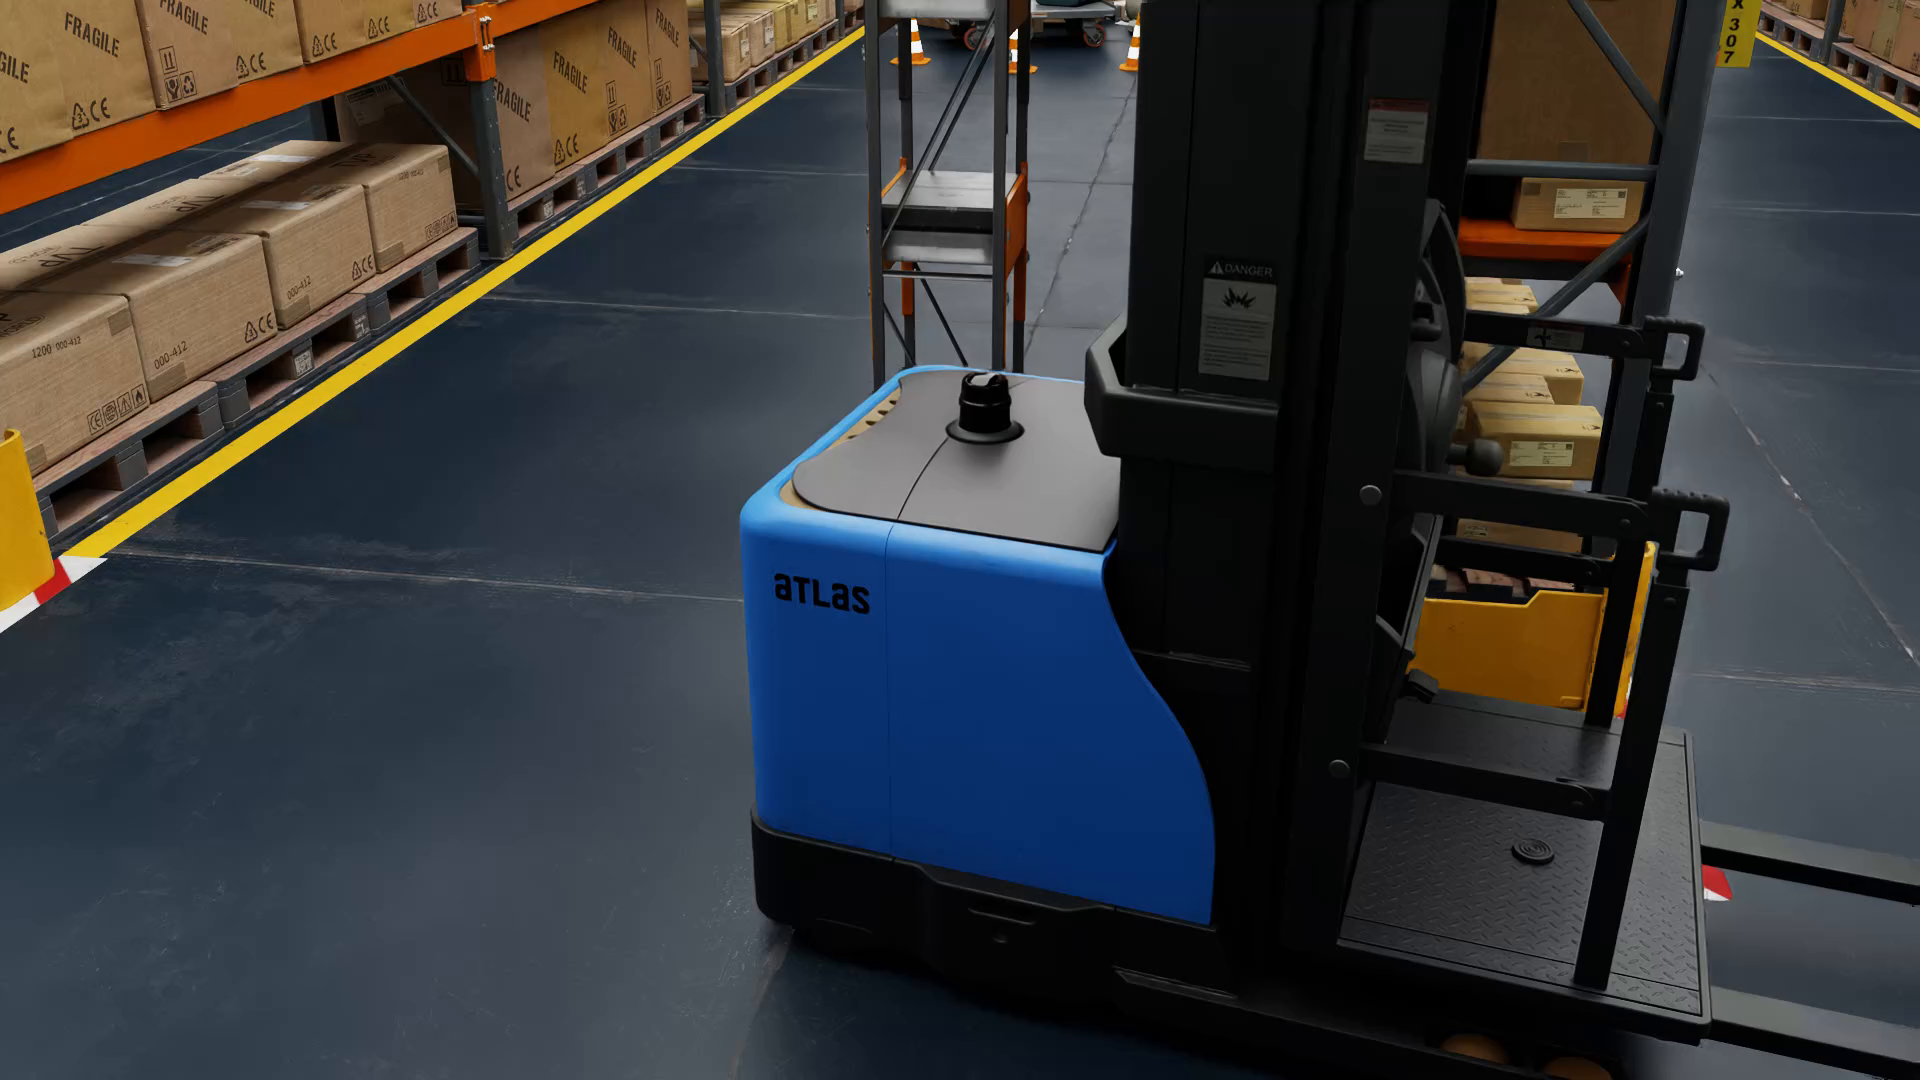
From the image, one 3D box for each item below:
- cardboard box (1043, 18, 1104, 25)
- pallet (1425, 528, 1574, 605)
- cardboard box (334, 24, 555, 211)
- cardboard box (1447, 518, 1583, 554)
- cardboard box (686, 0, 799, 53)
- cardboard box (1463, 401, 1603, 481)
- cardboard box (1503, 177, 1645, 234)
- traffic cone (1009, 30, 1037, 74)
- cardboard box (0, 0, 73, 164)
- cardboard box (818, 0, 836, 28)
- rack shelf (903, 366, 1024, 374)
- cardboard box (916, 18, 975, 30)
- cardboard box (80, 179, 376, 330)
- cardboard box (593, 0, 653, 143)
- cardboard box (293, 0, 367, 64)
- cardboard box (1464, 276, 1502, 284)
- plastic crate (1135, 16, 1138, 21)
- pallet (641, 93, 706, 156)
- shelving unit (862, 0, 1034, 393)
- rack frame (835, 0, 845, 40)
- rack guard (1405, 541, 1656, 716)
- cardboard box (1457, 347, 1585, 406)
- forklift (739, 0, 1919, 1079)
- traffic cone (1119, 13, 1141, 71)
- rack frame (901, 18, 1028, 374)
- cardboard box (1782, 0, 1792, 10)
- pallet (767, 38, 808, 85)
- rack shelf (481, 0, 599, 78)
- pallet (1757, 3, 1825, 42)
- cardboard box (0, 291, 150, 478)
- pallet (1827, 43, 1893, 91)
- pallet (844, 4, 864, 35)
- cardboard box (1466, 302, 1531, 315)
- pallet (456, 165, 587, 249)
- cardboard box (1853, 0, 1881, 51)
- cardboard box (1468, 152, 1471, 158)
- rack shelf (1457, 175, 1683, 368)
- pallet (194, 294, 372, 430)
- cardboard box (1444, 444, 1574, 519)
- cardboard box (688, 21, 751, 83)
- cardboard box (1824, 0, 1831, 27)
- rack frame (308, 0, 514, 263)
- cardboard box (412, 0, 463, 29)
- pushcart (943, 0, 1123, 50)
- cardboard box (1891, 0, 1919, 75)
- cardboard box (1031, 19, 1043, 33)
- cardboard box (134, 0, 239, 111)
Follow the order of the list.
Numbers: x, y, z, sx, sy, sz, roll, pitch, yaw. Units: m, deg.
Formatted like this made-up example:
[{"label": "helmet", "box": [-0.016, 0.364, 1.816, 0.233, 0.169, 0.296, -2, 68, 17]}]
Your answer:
[{"label": "cardboard box", "box": [1.099, -5.558, 16.870, 0.797, 0.637, 0.503, 4, 25, 9]}, {"label": "pallet", "box": [1.498, -0.042, 5.592, 1.003, 0.211, 1.213, 4, 25, 9]}, {"label": "cardboard box", "box": [-2.906, -2.403, 9.356, 0.875, 0.875, 0.875, 5, 26, 10]}, {"label": "cardboard box", "box": [1.720, -0.032, 5.148, 0.380, 0.149, 0.250, 5, 25, 10]}, {"label": "cardboard box", "box": [-1.930, -4.444, 14.311, 0.950, 0.372, 0.625, 5, 26, 10]}, {"label": "cardboard box", "box": [1.739, -0.300, 5.019, 0.380, 0.149, 0.250, 3, 25, 6]}, {"label": "cardboard box", "box": [1.694, -0.935, 4.506, 0.380, 0.149, 0.250, 4, 25, 8]}, {"label": "traffic cone", "box": [0.497, -4.301, 14.392, 0.336, 0.463, 0.334, 4, 25, 9]}, {"label": "cardboard box", "box": [-3.220, -1.463, 5.220, 0.500, 0.500, 0.500, 4, 25, 8]}, {"label": "cardboard box", "box": [-1.704, -5.036, 15.576, 0.950, 0.372, 0.625, 4, 25, 9]}, {"label": "rack shelf", "box": [-0.027, -0.235, 5.459, 0.431, 0.518, 0.480, 4, 25, 9]}, {"label": "cardboard box", "box": [-0.103, -5.479, 16.862, 0.500, 0.500, 0.500, -20, 32, -36]}, {"label": "cardboard box", "box": [-3.282, -1.310, 7.537, 0.875, 0.438, 0.875, 3, 25, 7]}, {"label": "cardboard box", "box": [-2.619, -3.155, 10.963, 0.875, 0.875, 0.875, 4, 25, 9]}, {"label": "cardboard box", "box": [-2.898, -2.317, 7.043, 0.500, 0.500, 0.500, 4, 25, 8]}, {"label": "cardboard box", "box": [1.881, -0.964, 6.437, 0.380, 0.149, 0.250, 4, 25, 9]}, {"label": "plastic crate", "box": [2.015, -4.871, 15.867, 0.450, 0.188, 0.662, 29, 36, 30]}, {"label": "pallet", "box": [-2.478, -2.995, 11.900, 1.003, 0.211, 1.213, 4, 25, 9]}, {"label": "shelving unit", "box": [-0.027, -0.882, 5.157, 0.431, 2.100, 0.503, 4, 25, 9]}, {"label": "rack frame", "box": [-1.621, -6.256, 15.577, 1.000, 3.000, 0.127, 4, 25, 9]}, {"label": "rack guard", "box": [1.331, 0.164, 4.810, 1.175, 0.500, 0.348, 4, 25, 9]}, {"label": "cardboard box", "box": [1.833, -0.520, 5.489, 0.380, 0.149, 0.250, 4, 25, 8]}, {"label": "forklift", "box": [1.104, -0.405, 3.158, 3.031, 2.935, 1.130, 9, 26, 18]}, {"label": "traffic cone", "box": [1.570, -4.350, 14.497, 0.336, 0.463, 0.334, 4, 25, 9]}, {"label": "rack frame", "box": [0.013, -0.984, 5.375, 0.400, 2.100, 0.015, 4, 25, 9]}, {"label": "cardboard box", "box": [8.506, -5.527, 16.473, 0.500, 0.500, 0.500, 6, 26, 13]}, {"label": "pallet", "box": [-1.944, -4.155, 14.379, 1.003, 0.211, 1.213, 4, 25, 9]}, {"label": "rack shelf", "box": [-2.601, -3.421, 10.368, 1.077, 0.370, 4.000, 4, 25, 9]}, {"label": "pallet", "box": [8.428, -5.101, 16.399, 1.003, 0.211, 1.213, 4, 25, 9]}, {"label": "cardboard box", "box": [-3.573, -0.550, 5.913, 0.875, 0.438, 0.875, 3, 25, 7]}, {"label": "pallet", "box": [8.030, -3.981, 14.005, 1.003, 0.211, 1.213, 4, 25, 9]}, {"label": "pallet", "box": [-1.546, -5.276, 16.773, 1.003, 0.211, 1.213, 4, 25, 9]}, {"label": "cardboard box", "box": [1.846, -0.745, 5.970, 0.380, 0.149, 0.250, 5, 26, 11]}, {"label": "pallet", "box": [-2.876, -1.975, 9.720, 1.003, 0.211, 1.213, 4, 25, 9]}, {"label": "cardboard box", "box": [8.034, -4.381, 14.001, 0.700, 0.500, 0.500, 2, 25, 4]}, {"label": "cardboard box", "box": [1.699, -1.271, 5.224, 0.380, 0.149, 0.250, 5, 26, 11]}, {"label": "rack shelf", "box": [1.645, -1.447, 6.152, 1.077, 0.370, 4.000, 4, 25, 9]}, {"label": "pallet", "box": [-3.327, -0.823, 7.258, 1.003, 0.211, 1.213, 4, 25, 9]}, {"label": "cardboard box", "box": [1.657, -0.171, 5.094, 0.380, 0.149, 0.250, 5, 26, 11]}, {"label": "cardboard box", "box": [-2.172, -3.819, 12.974, 0.950, 0.372, 0.625, 2, 25, 5]}, {"label": "cardboard box", "box": [8.347, -5.032, 15.415, 0.500, 0.500, 0.500, 13, 28, 25]}, {"label": "rack frame", "box": [-2.928, -2.910, 8.428, 1.000, 3.000, 0.127, 4, 25, 9]}, {"label": "cardboard box", "box": [-2.752, -2.744, 7.955, 0.500, 0.500, 0.500, 4, 25, 9]}, {"label": "pushcart", "box": [0.637, -4.931, 15.840, 1.648, 0.377, 0.936, -5, 25, -10]}, {"label": "cardboard box", "box": [7.847, -3.949, 13.078, 0.700, 0.500, 0.500, 2, 25, 4]}, {"label": "cardboard box", "box": [0.630, -5.210, 16.566, 0.258, 0.266, 0.396, -14, 29, -27]}, {"label": "cardboard box", "box": [-3.064, -1.888, 6.128, 0.500, 0.500, 0.500, 4, 25, 8]}]
